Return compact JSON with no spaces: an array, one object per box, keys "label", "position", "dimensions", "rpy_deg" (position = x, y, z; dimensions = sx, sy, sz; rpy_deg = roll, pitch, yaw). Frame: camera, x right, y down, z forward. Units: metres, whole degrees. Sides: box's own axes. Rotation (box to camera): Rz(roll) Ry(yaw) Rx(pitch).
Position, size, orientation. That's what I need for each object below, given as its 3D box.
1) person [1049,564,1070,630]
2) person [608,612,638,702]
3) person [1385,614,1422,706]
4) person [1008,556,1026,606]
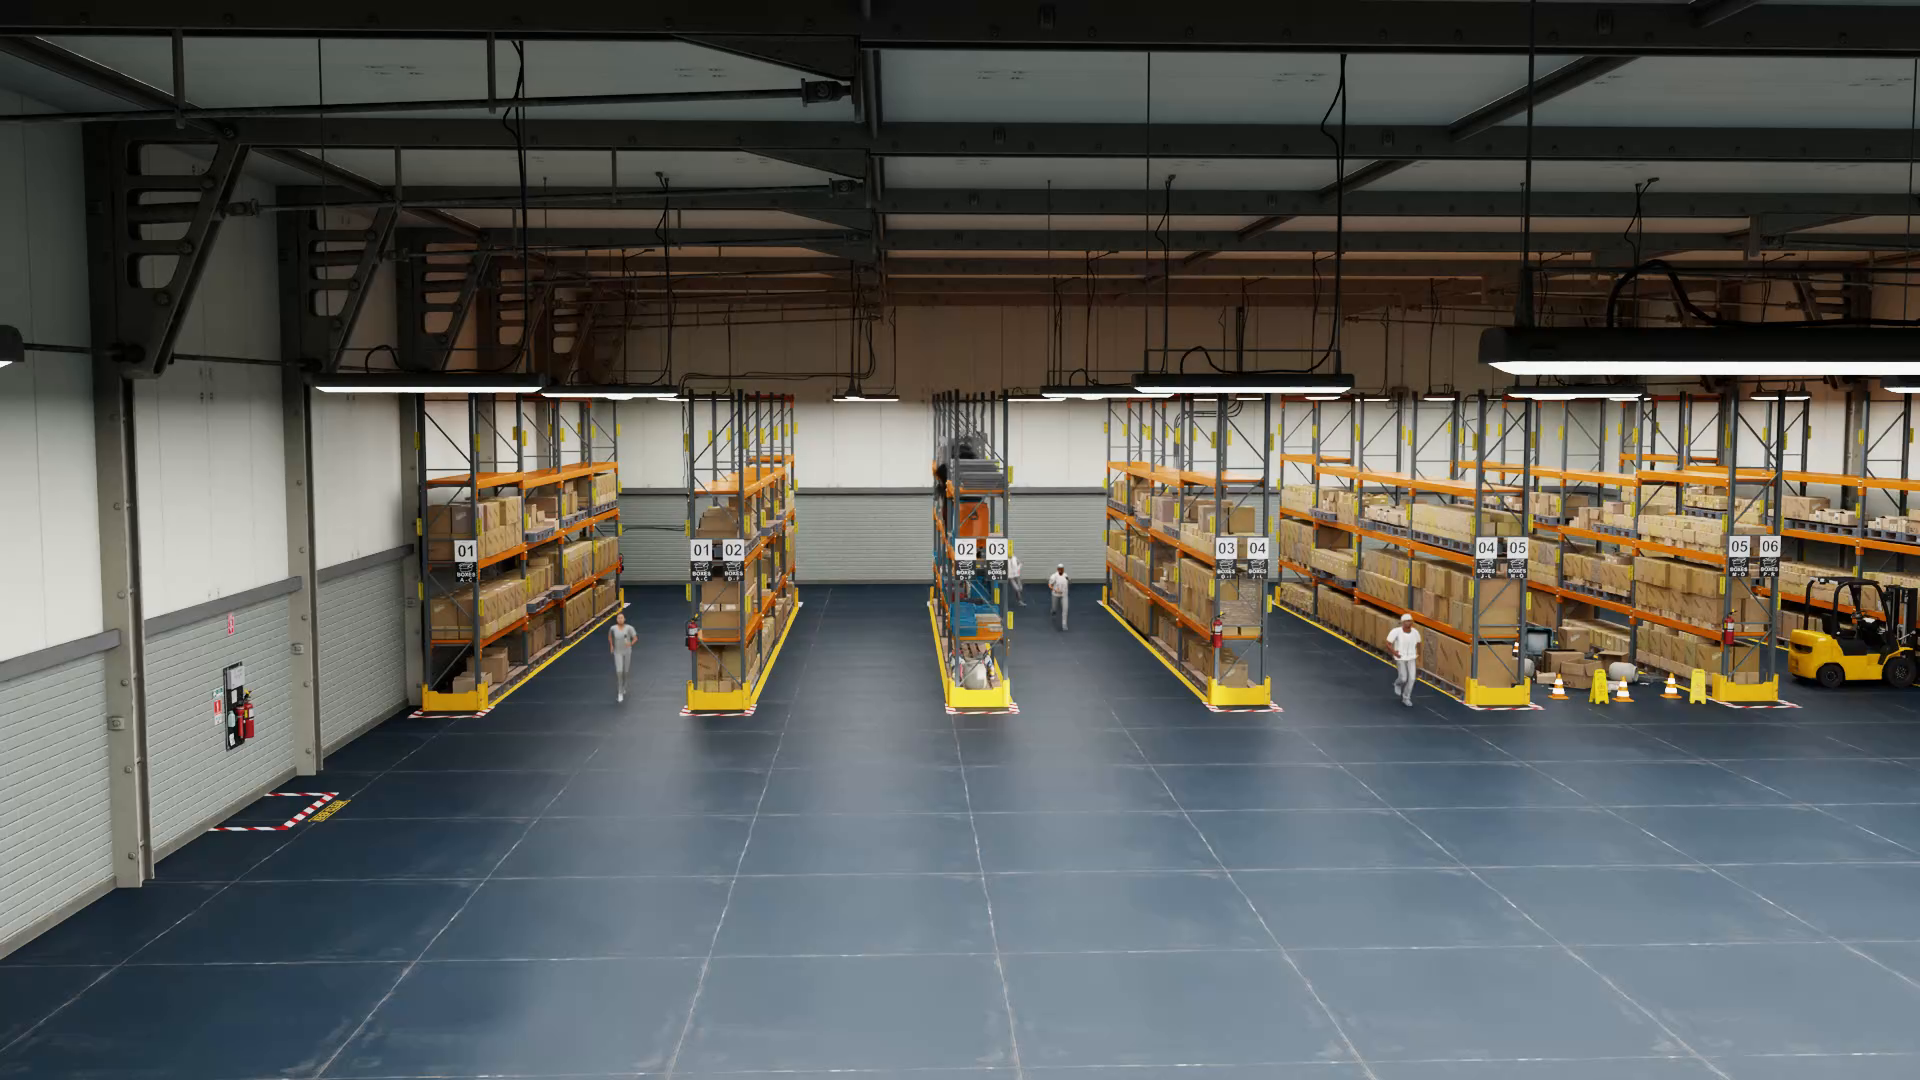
[{"label":"person","position":[2.547,1.447,42.647],"dimensions":[0.578,1.670,1.064],"rpy_deg":[-1,5,-8]},{"label":"person","position":[-6.570,2.243,32.435],"dimensions":[0.559,1.713,0.819],"rpy_deg":[-1,5,-13]},{"label":"person","position":[8.521,2.273,31.863],"dimensions":[0.735,1.737,0.655],"rpy_deg":[0,5,-5]},{"label":"person","position":[1.473,1.033,47.258],"dimensions":[0.794,1.693,0.688],"rpy_deg":[-2,5,-19]}]
